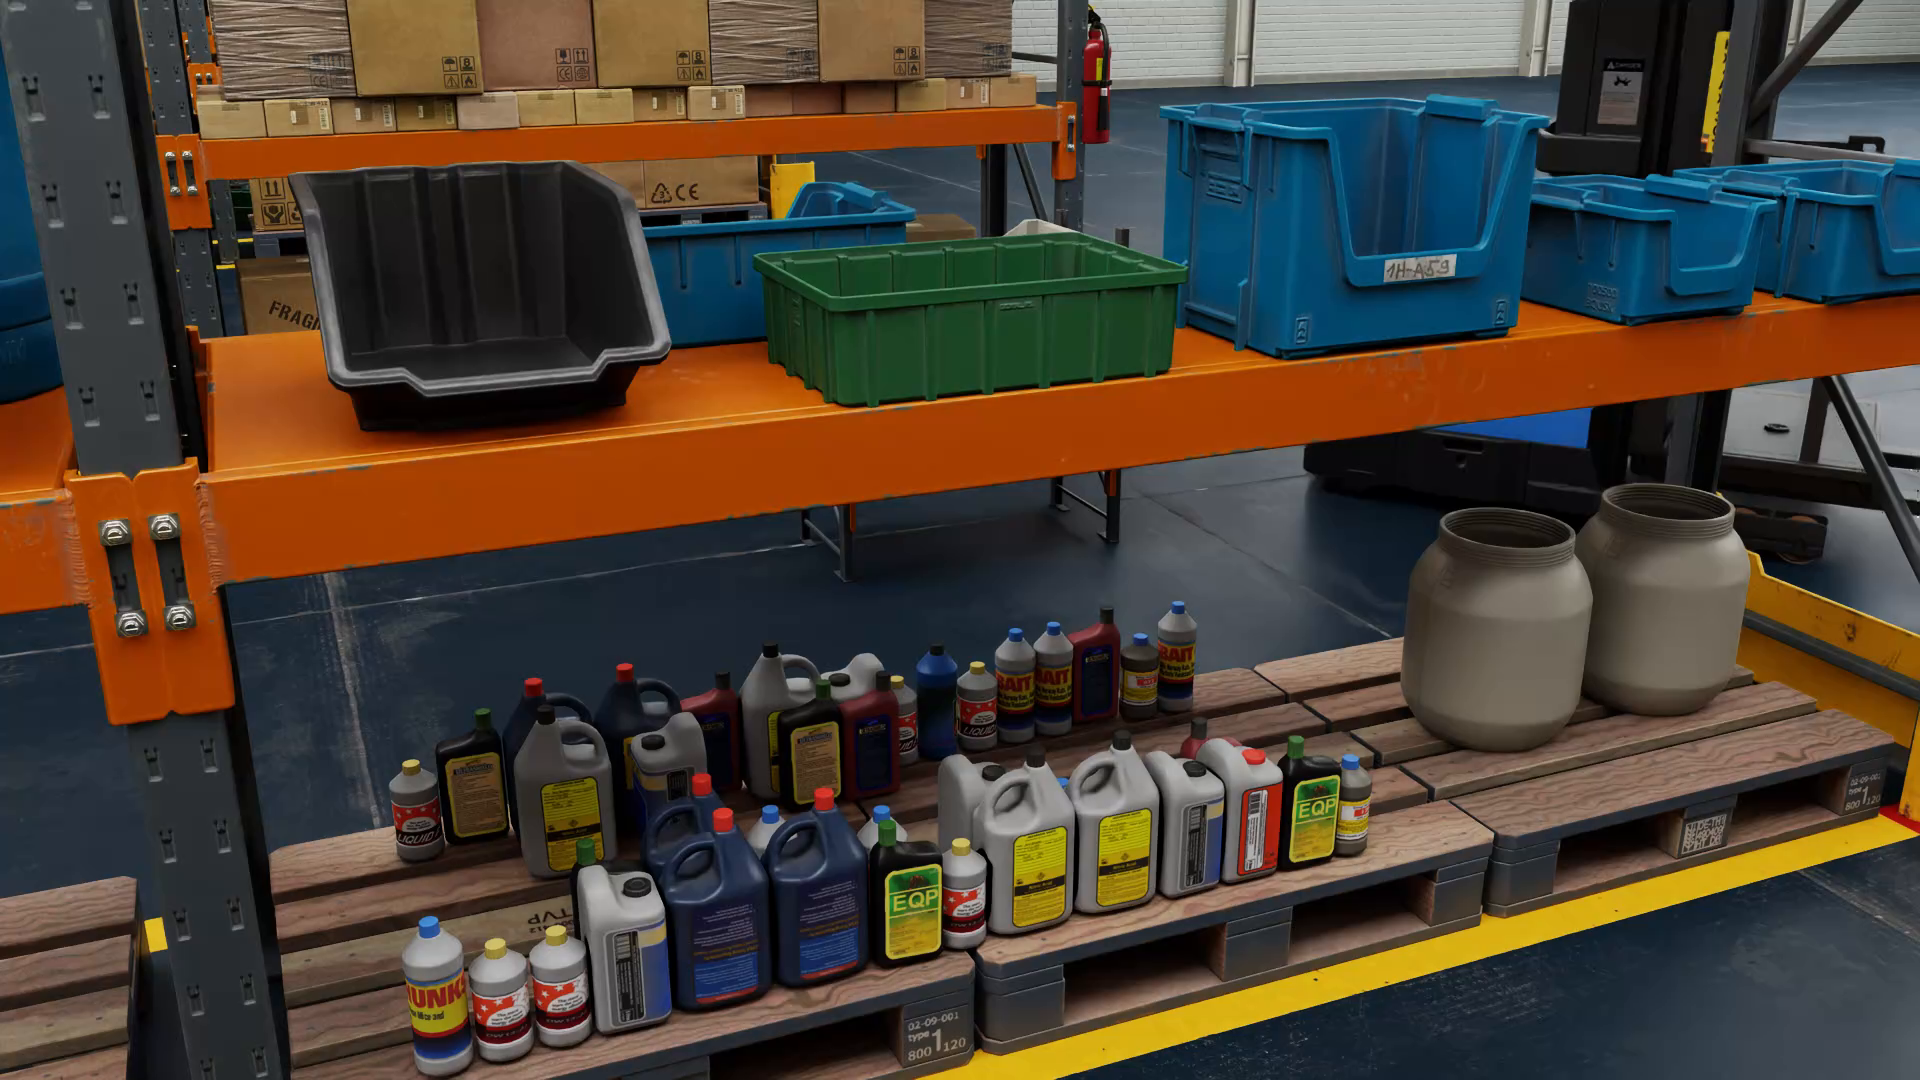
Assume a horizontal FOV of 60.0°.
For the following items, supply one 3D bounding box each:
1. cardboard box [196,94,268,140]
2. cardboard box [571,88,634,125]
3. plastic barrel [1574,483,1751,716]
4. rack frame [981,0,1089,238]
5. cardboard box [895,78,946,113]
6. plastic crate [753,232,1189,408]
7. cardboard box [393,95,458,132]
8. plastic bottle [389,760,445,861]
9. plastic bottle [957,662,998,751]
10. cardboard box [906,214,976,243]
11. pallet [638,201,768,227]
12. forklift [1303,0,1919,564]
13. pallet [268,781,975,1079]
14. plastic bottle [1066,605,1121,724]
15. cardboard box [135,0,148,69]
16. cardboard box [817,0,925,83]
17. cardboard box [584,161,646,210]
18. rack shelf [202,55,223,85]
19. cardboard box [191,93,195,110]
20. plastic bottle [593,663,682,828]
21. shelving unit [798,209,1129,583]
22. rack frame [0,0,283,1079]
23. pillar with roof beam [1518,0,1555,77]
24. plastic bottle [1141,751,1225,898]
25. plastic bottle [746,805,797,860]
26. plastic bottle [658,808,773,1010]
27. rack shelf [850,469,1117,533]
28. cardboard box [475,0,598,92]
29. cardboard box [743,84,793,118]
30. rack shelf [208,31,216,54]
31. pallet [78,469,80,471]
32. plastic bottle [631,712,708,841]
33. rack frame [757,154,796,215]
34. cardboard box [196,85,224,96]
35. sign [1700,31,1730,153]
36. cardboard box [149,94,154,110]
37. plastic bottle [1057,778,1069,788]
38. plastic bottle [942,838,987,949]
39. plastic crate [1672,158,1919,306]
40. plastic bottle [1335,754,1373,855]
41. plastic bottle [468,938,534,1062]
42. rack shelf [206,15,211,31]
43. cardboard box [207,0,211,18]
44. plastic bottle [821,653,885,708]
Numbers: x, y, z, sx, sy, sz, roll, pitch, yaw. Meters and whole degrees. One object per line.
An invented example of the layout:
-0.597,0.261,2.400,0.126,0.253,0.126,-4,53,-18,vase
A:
-2.991,-1.741,6.829,0.250,0.149,0.380,-8,21,-22,cardboard box
-1.619,-1.942,7.401,0.250,0.149,0.380,-8,21,-22,cardboard box
1.753,0.146,4.203,0.421,0.512,0.421,0,19,0,plastic barrel
0.365,-2.449,8.461,0.127,3.000,1.000,-8,21,-22,rack frame
-0.254,-2.149,7.987,0.250,0.149,0.380,-8,21,-22,cardboard box
0.012,-0.405,2.975,0.662,0.188,0.450,-8,21,-22,plastic crate
-2.312,-1.847,7.130,0.250,0.149,0.380,-8,21,-22,cardboard box
-1.136,0.557,3.474,0.097,0.201,0.097,0,19,0,plastic bottle
0.041,0.388,3.954,0.097,0.201,0.097,0,19,0,plastic bottle
-0.215,-1.391,8.588,0.500,0.500,0.500,-4,20,-12,cardboard box
-2.210,-2.531,12.892,1.213,0.211,1.003,-8,21,-22,pallet
2.911,-1.499,5.866,3.031,2.935,1.130,10,22,26,forklift
-0.713,0.827,3.355,1.213,0.211,1.003,-8,21,-22,pallet
0.324,0.303,4.074,0.133,0.283,0.061,-8,21,-21,plastic bottle
-5.553,-3.346,10.857,0.500,0.500,0.500,-8,21,-22,cardboard box
-0.563,-2.470,7.923,0.500,0.500,0.875,-8,21,-22,cardboard box
-2.911,-2.945,12.437,0.875,0.875,0.875,-9,21,-23,cardboard box
-3.343,-3.373,12.167,4.000,0.370,1.077,-8,21,-22,rack shelf
-6.501,-3.584,14.309,0.500,0.500,0.500,-8,21,-22,cardboard box
-0.693,0.432,3.606,0.185,0.351,0.144,-9,21,-25,plastic bottle
-0.006,-0.530,5.833,1.048,1.125,0.538,-8,21,-22,shelving unit
-1.346,-0.413,2.677,0.127,3.000,1.000,-8,21,-22,rack frame
11.707,-11.053,23.863,0.400,9.000,9.100,-8,21,-22,pillar with roof beam
0.444,0.557,3.363,0.135,0.276,0.152,-9,21,-23,plastic bottle
-0.355,0.631,3.158,0.097,0.271,0.097,0,19,0,plastic bottle
-0.440,0.650,2.986,0.185,0.351,0.144,-8,21,-20,plastic bottle
-0.006,-0.299,5.914,1.000,0.278,0.538,-8,21,-22,rack shelf
-1.978,-2.302,7.446,0.500,0.500,0.875,-8,21,-22,cardboard box
-0.956,-2.061,7.737,0.250,0.149,0.380,-8,21,-22,cardboard box
-5.397,-4.869,16.417,4.000,0.370,1.077,-8,21,-22,rack shelf
-4.022,-0.505,7.138,1.213,0.211,1.003,-8,21,-22,pallet
-0.611,0.509,3.500,0.135,0.276,0.152,-8,21,-22,plastic bottle
-1.507,-3.975,12.795,0.127,3.000,1.000,-8,21,-22,rack frame
-3.227,-1.922,7.344,0.250,0.149,0.380,-8,21,-22,cardboard box
2.113,-1.238,4.604,0.005,0.325,0.100,-8,21,-22,sign
-9.677,-5.464,19.968,0.625,0.625,0.875,-7,21,-20,cardboard box
0.206,0.584,3.398,0.097,0.201,0.097,0,19,0,plastic bottle
0.002,0.665,3.167,0.097,0.201,0.097,0,19,0,plastic bottle
1.986,-0.712,3.750,0.616,0.251,0.499,-8,21,-22,plastic crate
0.814,0.549,3.498,0.097,0.201,0.097,0,19,0,plastic bottle
-0.787,0.778,2.846,0.097,0.201,0.097,0,19,0,plastic bottle
-7.366,-6.382,20.714,4.000,0.370,1.077,-8,21,-22,rack shelf
-6.719,-5.105,15.407,0.500,0.500,0.500,-8,21,-22,cardboard box
-0.245,0.404,3.796,0.135,0.276,0.152,-8,21,-21,plastic bottle
